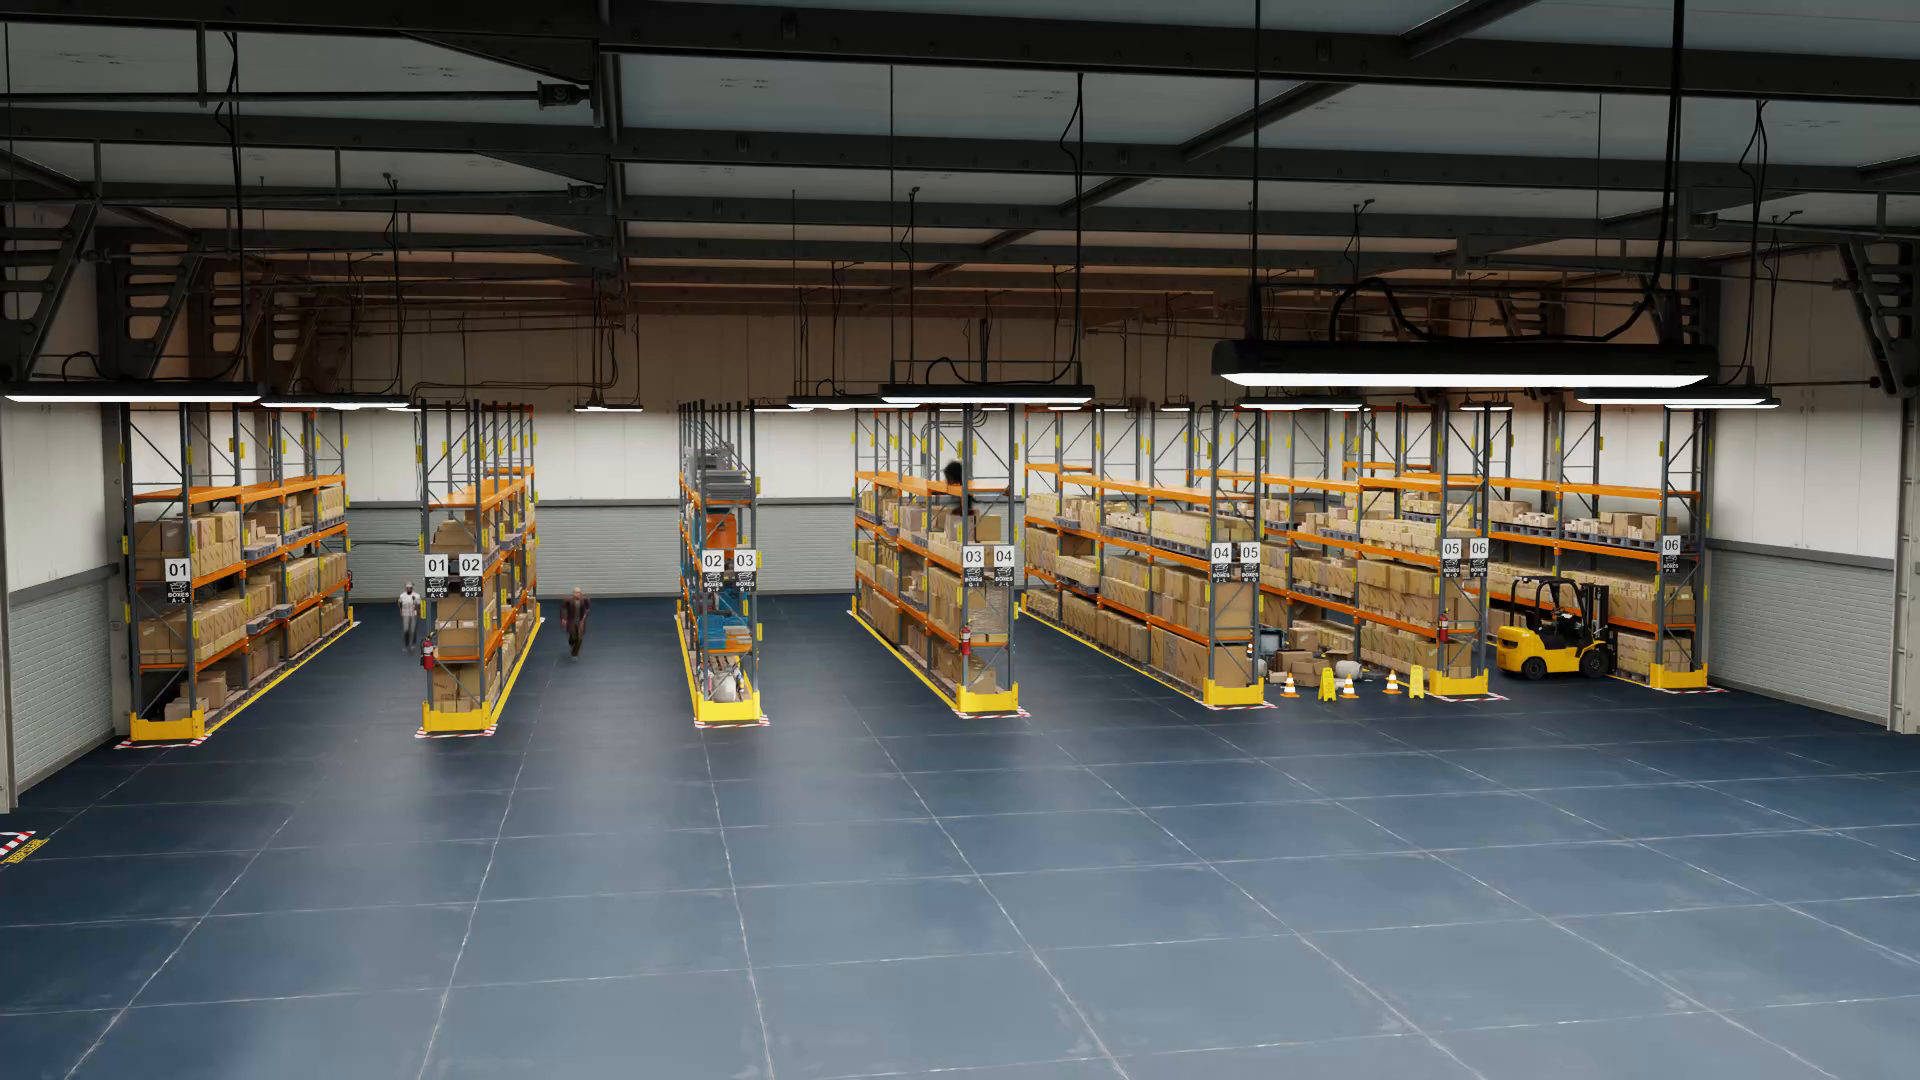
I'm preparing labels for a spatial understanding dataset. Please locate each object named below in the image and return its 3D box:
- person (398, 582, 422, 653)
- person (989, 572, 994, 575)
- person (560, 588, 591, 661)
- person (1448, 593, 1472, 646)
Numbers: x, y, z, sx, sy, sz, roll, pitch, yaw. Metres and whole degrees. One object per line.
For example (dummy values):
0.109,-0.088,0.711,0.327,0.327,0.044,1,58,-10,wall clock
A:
-13.255,1.862,40.124,0.583,1.731,0.710,-1,4,-15,person
0.721,1.265,47.276,0.649,1.766,0.773,-1,4,-9,person
-8.964,1.948,38.785,0.692,1.708,0.746,-2,5,-28,person
12.149,1.782,40.700,0.651,1.747,0.976,-2,5,-24,person
